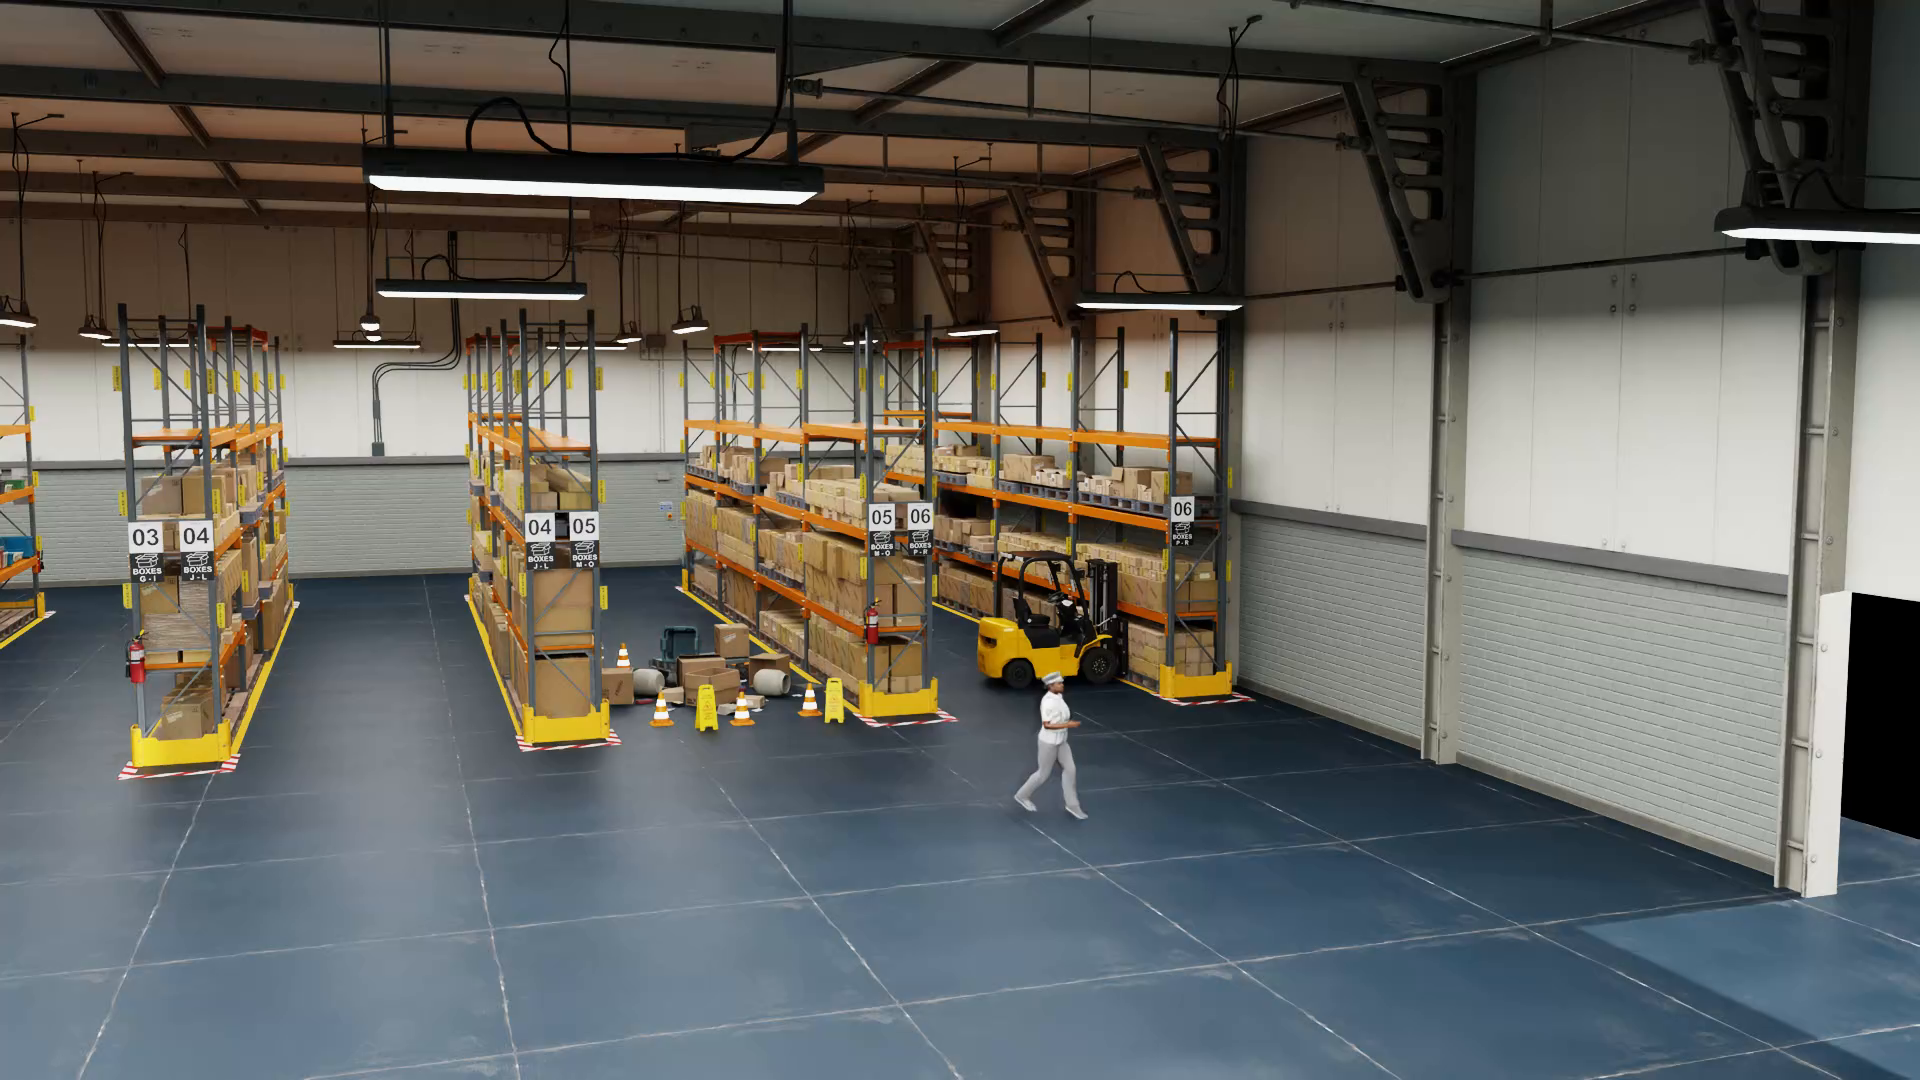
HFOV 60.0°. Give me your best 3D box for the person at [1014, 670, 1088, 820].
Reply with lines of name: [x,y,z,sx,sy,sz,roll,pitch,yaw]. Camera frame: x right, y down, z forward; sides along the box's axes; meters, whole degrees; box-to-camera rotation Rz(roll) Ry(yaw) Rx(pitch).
person: [1.045,2.347,19.101,0.862,1.739,0.570,2,6,24]

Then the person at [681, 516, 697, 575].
person: [-6.653,0.210,41.199,0.528,1.735,0.647,0,5,-2]
